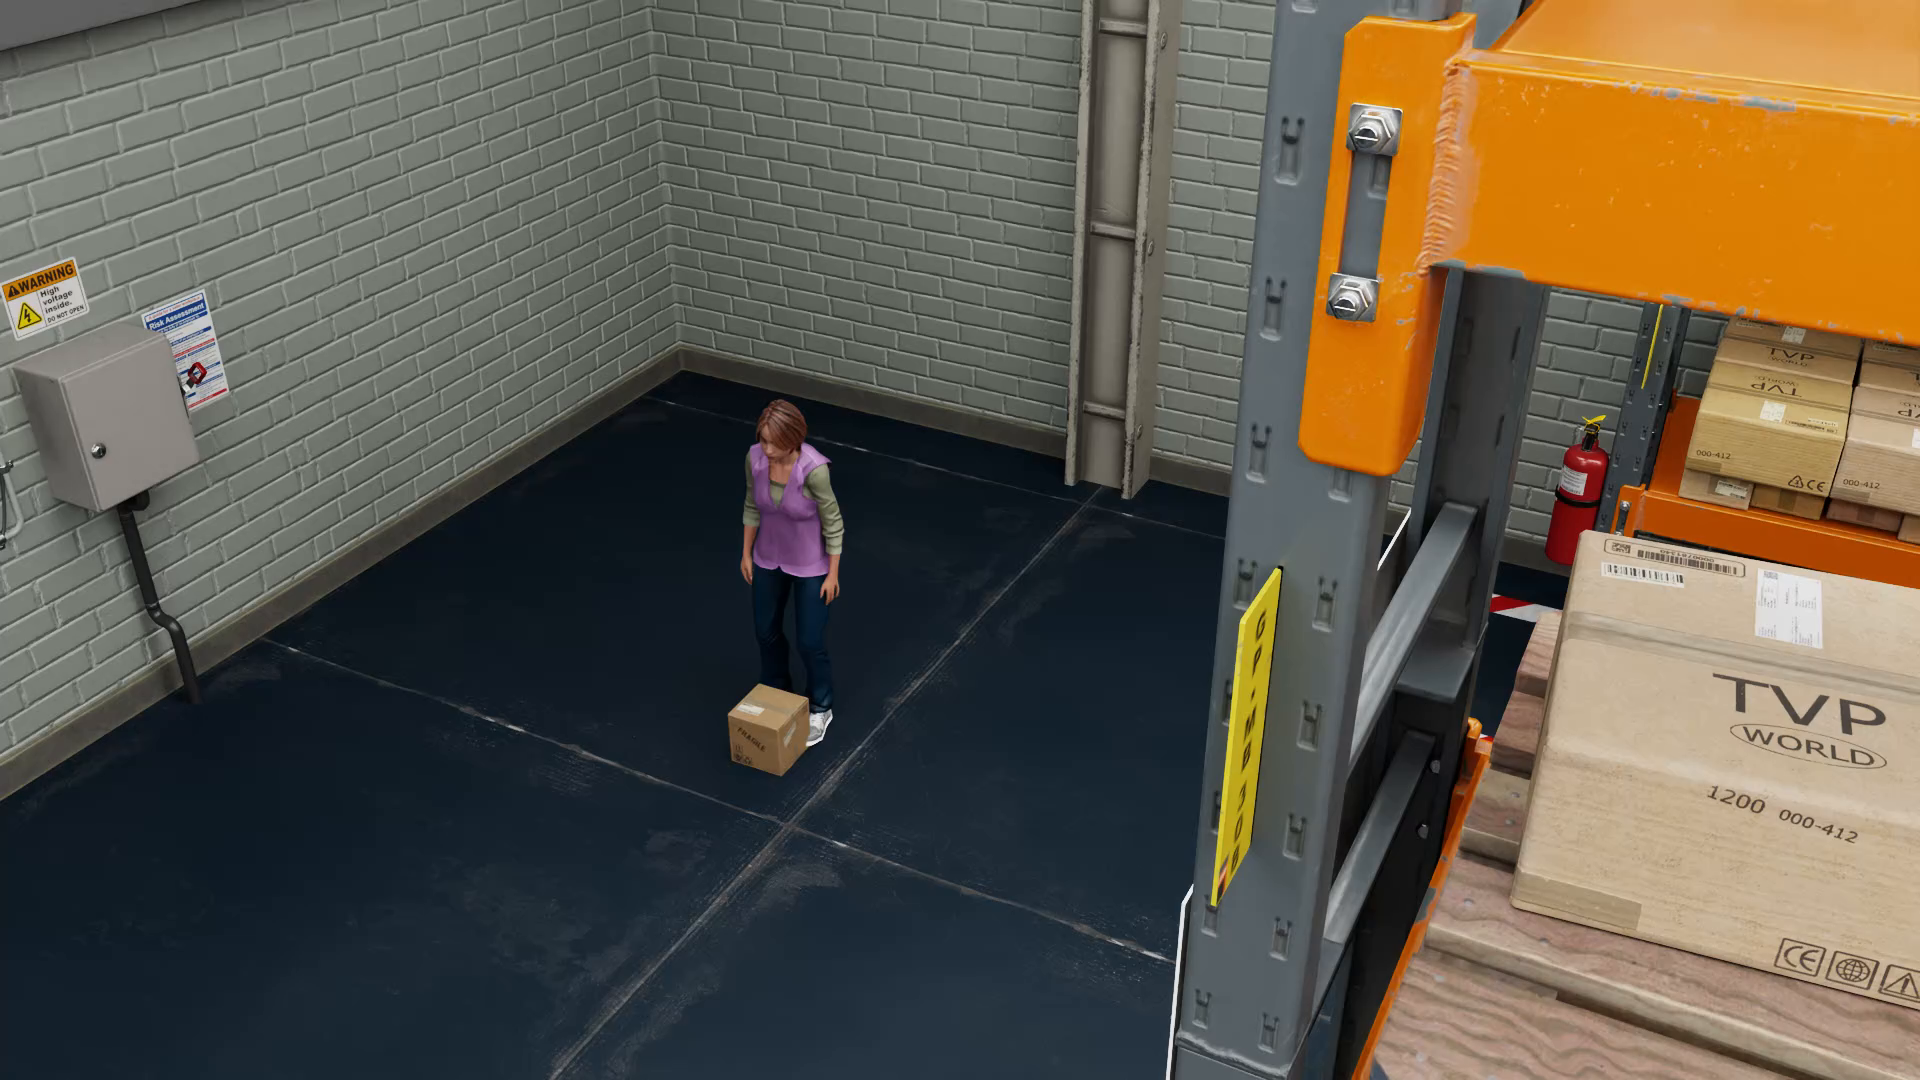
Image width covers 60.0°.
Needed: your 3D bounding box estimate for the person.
[{"bbox_3d":[-0.706,0.118,6.943,0.474,1.591,0.346,13,33,21],"label":"person"}]
